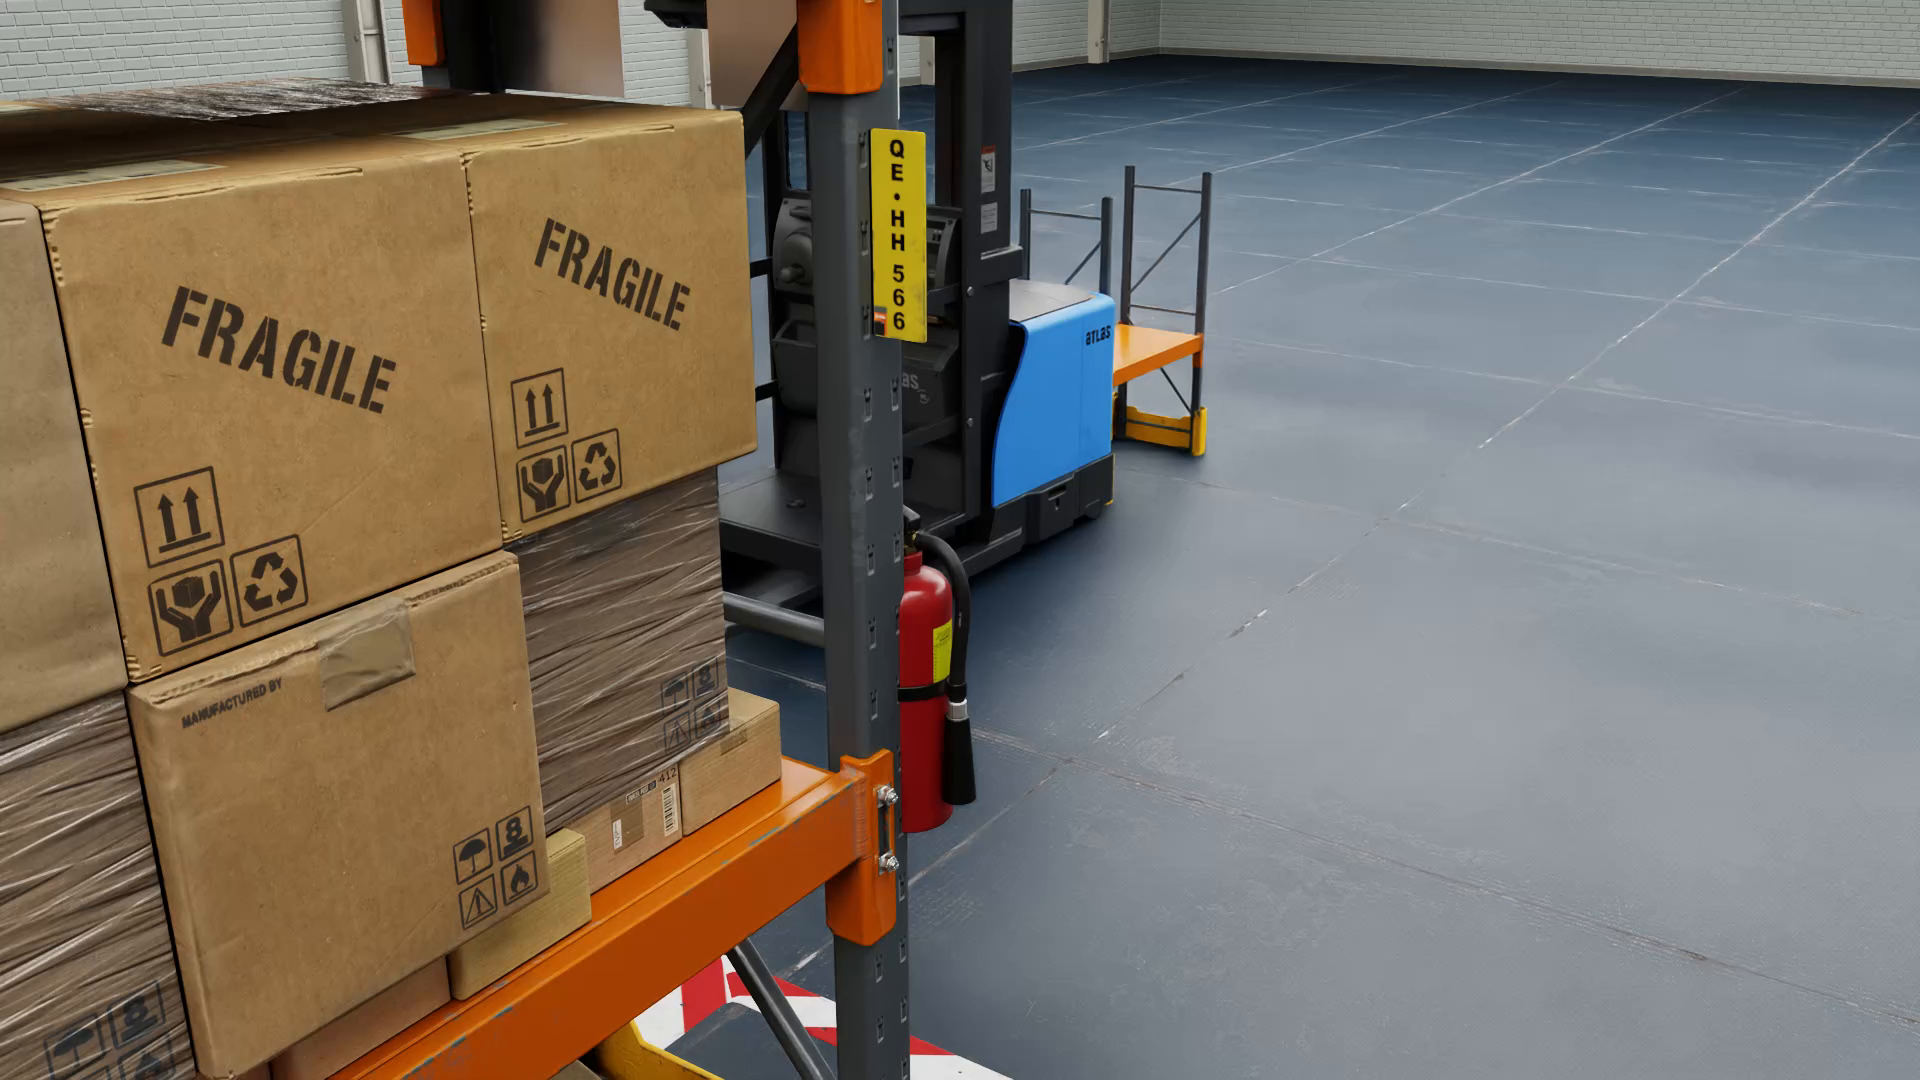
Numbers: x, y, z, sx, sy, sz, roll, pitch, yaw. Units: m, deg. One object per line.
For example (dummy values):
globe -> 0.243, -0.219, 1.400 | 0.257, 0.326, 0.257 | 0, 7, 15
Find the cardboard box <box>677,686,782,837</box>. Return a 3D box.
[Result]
cardboard box -> -0.532, 0.344, 2.873 | 0.380, 0.149, 0.250 | 13, 24, 32

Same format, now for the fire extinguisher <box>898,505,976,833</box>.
fire extinguisher -> -0.097, 0.198, 3.018 | 0.296, 0.674, 0.183 | 13, 24, 32

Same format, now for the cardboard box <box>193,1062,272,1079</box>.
cardboard box -> -1.099, 0.630, 2.100 | 0.380, 0.149, 0.250 | 13, 24, 32

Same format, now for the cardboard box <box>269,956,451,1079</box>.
cardboard box -> -0.924, 0.566, 2.272 | 0.380, 0.149, 0.250 | 13, 24, 32

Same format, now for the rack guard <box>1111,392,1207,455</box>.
rack guard -> 1.077, -0.643, 9.143 | 0.587, 0.250, 0.087 | 14, 24, 33

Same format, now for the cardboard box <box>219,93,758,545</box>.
cardboard box -> -0.647, -0.345, 2.360 | 0.500, 0.500, 0.500 | 13, 24, 32

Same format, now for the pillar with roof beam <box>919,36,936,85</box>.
pillar with roof beam -> 3.069, -11.631, 26.239 | 9.100, 9.000, 0.400 | 13, 24, 32

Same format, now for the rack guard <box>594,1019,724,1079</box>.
rack guard -> -0.585, 1.299, 3.534 | 1.175, 0.500, 0.348 | 13, 24, 32

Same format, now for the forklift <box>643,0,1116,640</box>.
forklift -> -0.532, -1.203, 6.792 | 1.130, 2.935, 3.031 | 14, 25, 34

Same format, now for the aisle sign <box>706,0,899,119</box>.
aisle sign -> -0.260, -1.074, 2.598 | 0.394, 0.787, 0.004 | 13, 24, 32

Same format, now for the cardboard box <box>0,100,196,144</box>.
cardboard box -> -1.364, -0.304, 2.249 | 0.500, 0.500, 0.500 | 13, 24, 32

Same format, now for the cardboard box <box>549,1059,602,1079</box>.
cardboard box -> -0.908, 1.256, 3.044 | 0.500, 0.500, 0.500 | 19, 28, 42

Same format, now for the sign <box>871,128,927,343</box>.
sign -> -0.095, -0.473, 2.595 | 0.100, 0.325, 0.005 | 13, 24, 32

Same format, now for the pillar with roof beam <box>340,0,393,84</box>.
pillar with roof beam -> -3.677, -8.188, 16.931 | 9.100, 9.000, 0.400 | 13, 24, 32

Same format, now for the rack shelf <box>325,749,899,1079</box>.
rack shelf -> -1.667, 1.016, 1.732 | 1.077, 0.370, 4.000 | 13, 24, 32

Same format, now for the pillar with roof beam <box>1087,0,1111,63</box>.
pillar with roof beam -> 6.442, -13.353, 30.893 | 9.100, 9.000, 0.400 | 13, 24, 32

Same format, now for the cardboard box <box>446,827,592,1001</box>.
cardboard box -> -0.771, 0.498, 2.458 | 0.380, 0.149, 0.250 | 13, 24, 32

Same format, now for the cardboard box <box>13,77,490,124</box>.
cardboard box -> -1.077, -0.446, 2.634 | 0.500, 0.500, 0.500 | 13, 24, 32

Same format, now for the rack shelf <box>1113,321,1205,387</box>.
rack shelf -> 0.796, -0.922, 8.614 | 0.538, 0.185, 1.000 | 14, 24, 33

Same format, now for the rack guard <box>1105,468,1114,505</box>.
rack guard -> 0.504, -0.360, 8.379 | 0.587, 0.250, 0.087 | 14, 24, 33

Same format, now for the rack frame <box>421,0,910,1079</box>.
rack frame -> -0.545, 0.104, 3.161 | 0.949, 2.616, 0.053 | 13, 24, 32

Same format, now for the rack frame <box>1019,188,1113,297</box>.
rack frame -> 0.504, -0.946, 8.161 | 0.500, 1.500, 0.032 | 14, 24, 33

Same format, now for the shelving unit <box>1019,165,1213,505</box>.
shelving unit -> 0.791, -1.088, 8.544 | 0.587, 1.500, 1.083 | 14, 24, 33

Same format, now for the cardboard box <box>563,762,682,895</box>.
cardboard box -> -0.673, 0.416, 2.679 | 0.380, 0.149, 0.250 | 13, 24, 32

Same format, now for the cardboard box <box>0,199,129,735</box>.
cardboard box -> -1.207, -0.057, 1.582 | 0.500, 0.500, 0.500 | 13, 24, 32

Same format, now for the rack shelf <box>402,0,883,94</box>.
rack shelf -> -1.667, -0.391, 1.212 | 1.077, 0.370, 4.000 | 13, 24, 32

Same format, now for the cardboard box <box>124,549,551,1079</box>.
cardboard box -> -1.056, 0.237, 2.227 | 0.875, 0.500, 0.500 | 13, 24, 32

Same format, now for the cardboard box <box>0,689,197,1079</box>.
cardboard box -> -1.373, 0.372, 1.862 | 0.875, 0.500, 0.500 | 13, 24, 32

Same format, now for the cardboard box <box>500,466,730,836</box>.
cardboard box -> -0.875, 0.070, 2.678 | 0.875, 0.500, 0.500 | 13, 24, 32

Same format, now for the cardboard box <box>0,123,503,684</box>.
cardboard box -> -0.924, -0.200, 1.969 | 0.500, 0.500, 0.500 | 13, 24, 32

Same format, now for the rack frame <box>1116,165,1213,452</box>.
rack frame -> 1.089, -1.235, 8.941 | 0.500, 1.500, 0.032 | 14, 24, 33

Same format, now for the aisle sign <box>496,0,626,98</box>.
aisle sign -> -0.756, -1.191, 2.914 | 0.394, 0.787, 0.004 | 13, 24, 32

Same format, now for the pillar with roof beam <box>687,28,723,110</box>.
pillar with roof beam -> -0.304, -9.910, 21.585 | 9.100, 9.000, 0.400 | 13, 24, 32
